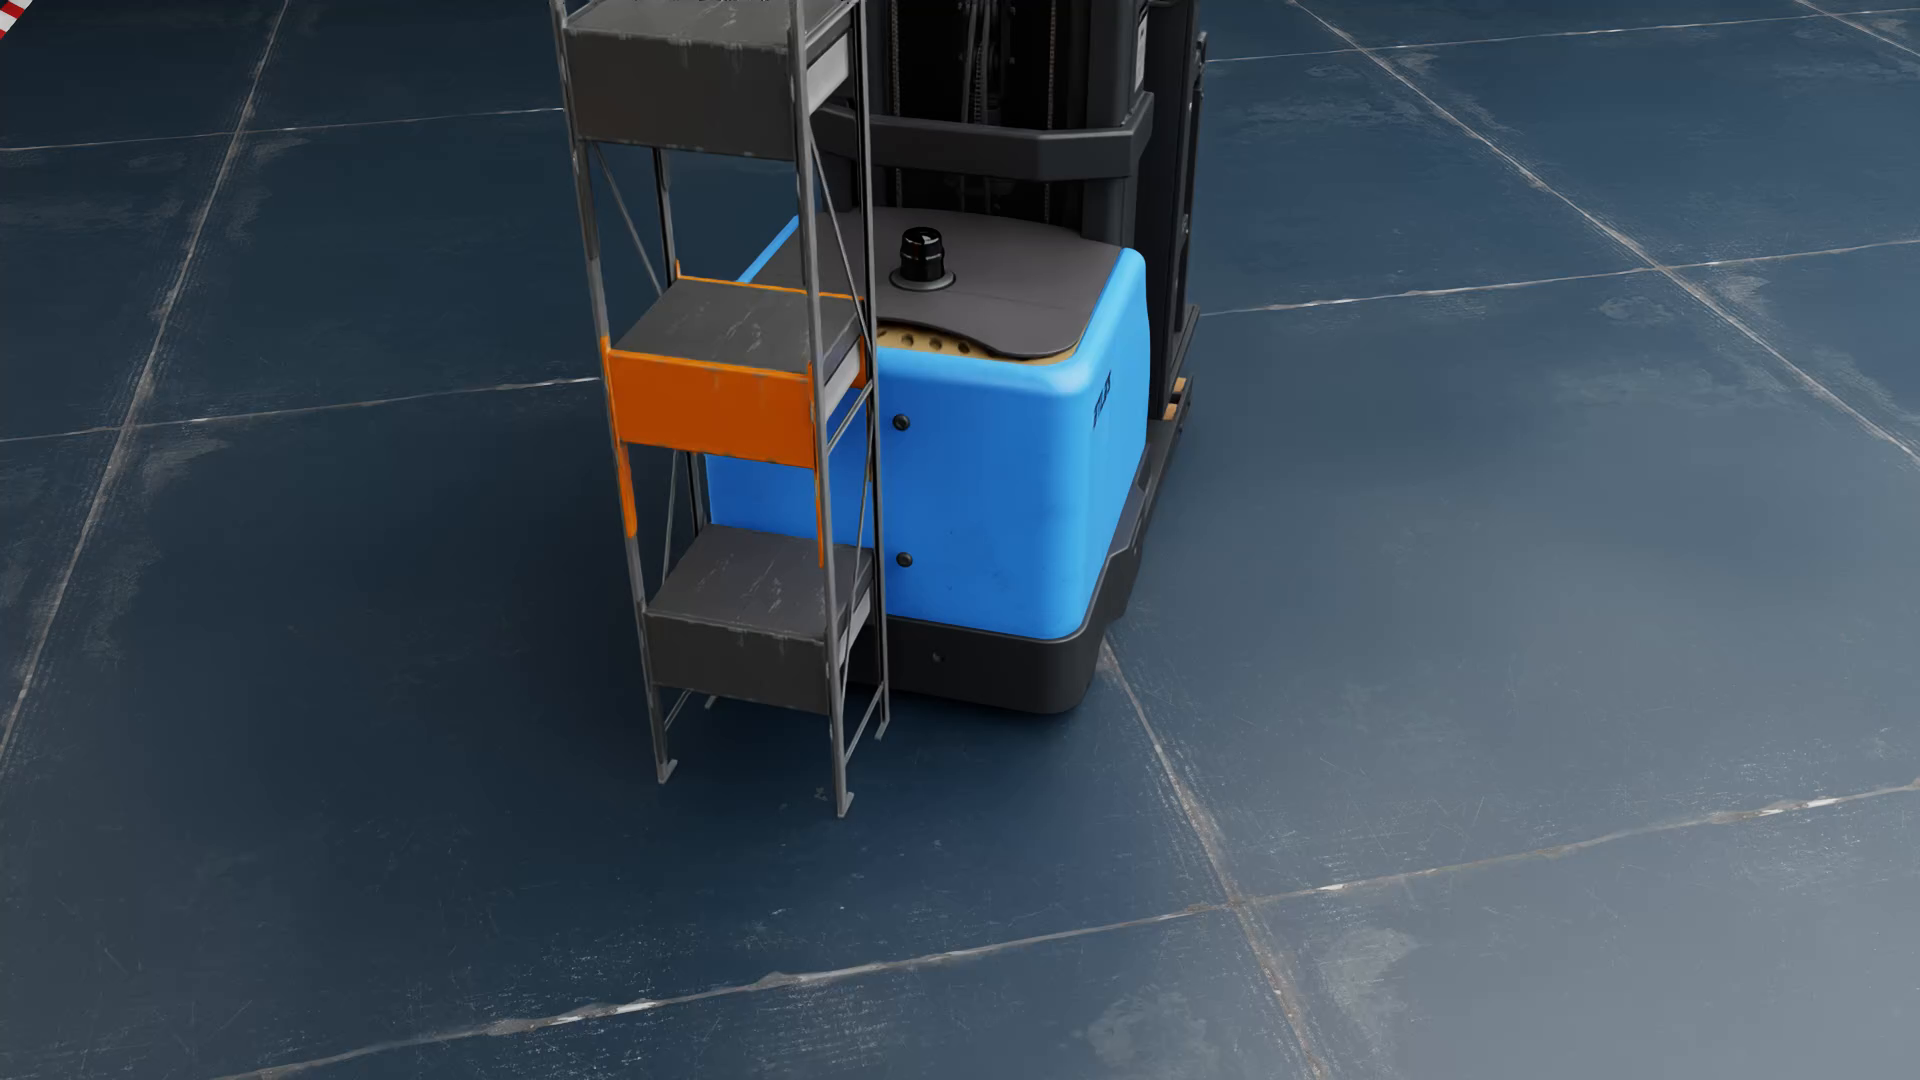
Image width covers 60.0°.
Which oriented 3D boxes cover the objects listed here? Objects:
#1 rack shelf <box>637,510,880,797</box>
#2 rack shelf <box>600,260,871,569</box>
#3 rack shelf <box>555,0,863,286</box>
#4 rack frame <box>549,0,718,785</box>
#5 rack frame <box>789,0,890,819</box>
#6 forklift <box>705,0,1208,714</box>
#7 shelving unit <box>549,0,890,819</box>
[{"bbox_3d":[-0.486,0.282,4.222,0.480,0.518,0.431,9,35,13],"label":"rack shelf"},{"bbox_3d":[-0.488,-0.296,3.828,0.480,0.518,0.431,9,35,13],"label":"rack shelf"},{"bbox_3d":[-0.489,-0.874,3.433,0.480,0.518,0.431,9,35,13],"label":"rack shelf"},{"bbox_3d":[-0.723,-0.343,3.873,0.015,2.100,0.400,9,35,13],"label":"rack frame"},{"bbox_3d":[-0.252,-0.272,3.767,0.015,2.100,0.400,9,35,13],"label":"rack frame"},{"bbox_3d":[0.197,-1.570,4.959,1.130,2.935,3.031,9,35,13],"label":"forklift"},{"bbox_3d":[-0.488,-0.307,3.820,0.503,2.100,0.431,9,35,13],"label":"shelving unit"}]
